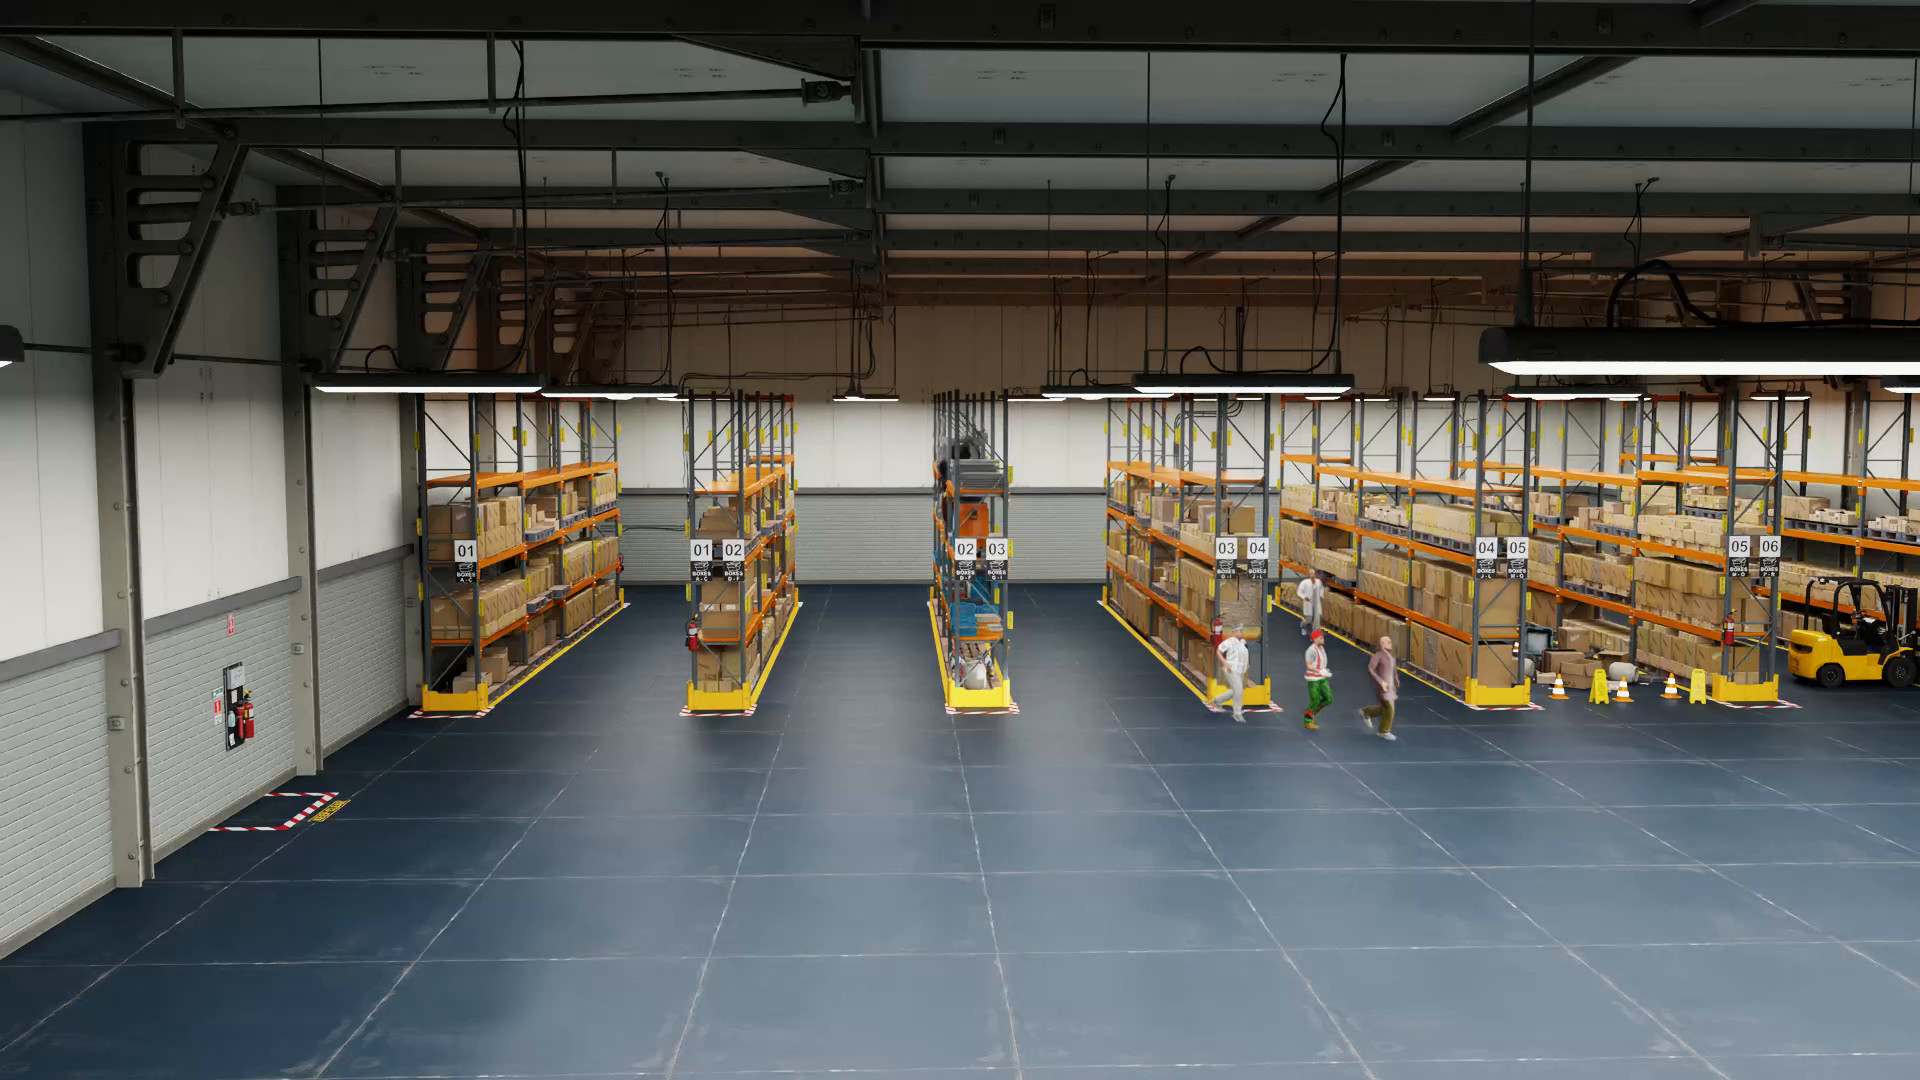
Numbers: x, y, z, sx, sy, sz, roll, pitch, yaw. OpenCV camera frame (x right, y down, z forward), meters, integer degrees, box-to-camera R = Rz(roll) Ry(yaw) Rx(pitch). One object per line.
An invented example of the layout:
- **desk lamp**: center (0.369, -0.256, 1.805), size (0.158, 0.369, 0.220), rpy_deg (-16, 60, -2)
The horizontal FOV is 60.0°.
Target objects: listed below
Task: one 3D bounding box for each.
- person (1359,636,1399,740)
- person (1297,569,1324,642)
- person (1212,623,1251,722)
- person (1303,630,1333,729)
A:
- **person**: center (7.214, 2.525, 28.647), size (0.754, 1.778, 0.719), rpy_deg (5, 7, 44)
- **person**: center (8.486, 1.579, 40.130), size (0.711, 1.764, 0.923), rpy_deg (-1, 5, -9)
- **person**: center (4.991, 2.404, 30.355), size (0.853, 1.801, 0.696), rpy_deg (5, 7, 45)
- **person**: center (6.343, 2.455, 29.309), size (0.594, 1.748, 0.693), rpy_deg (4, 6, 40)
